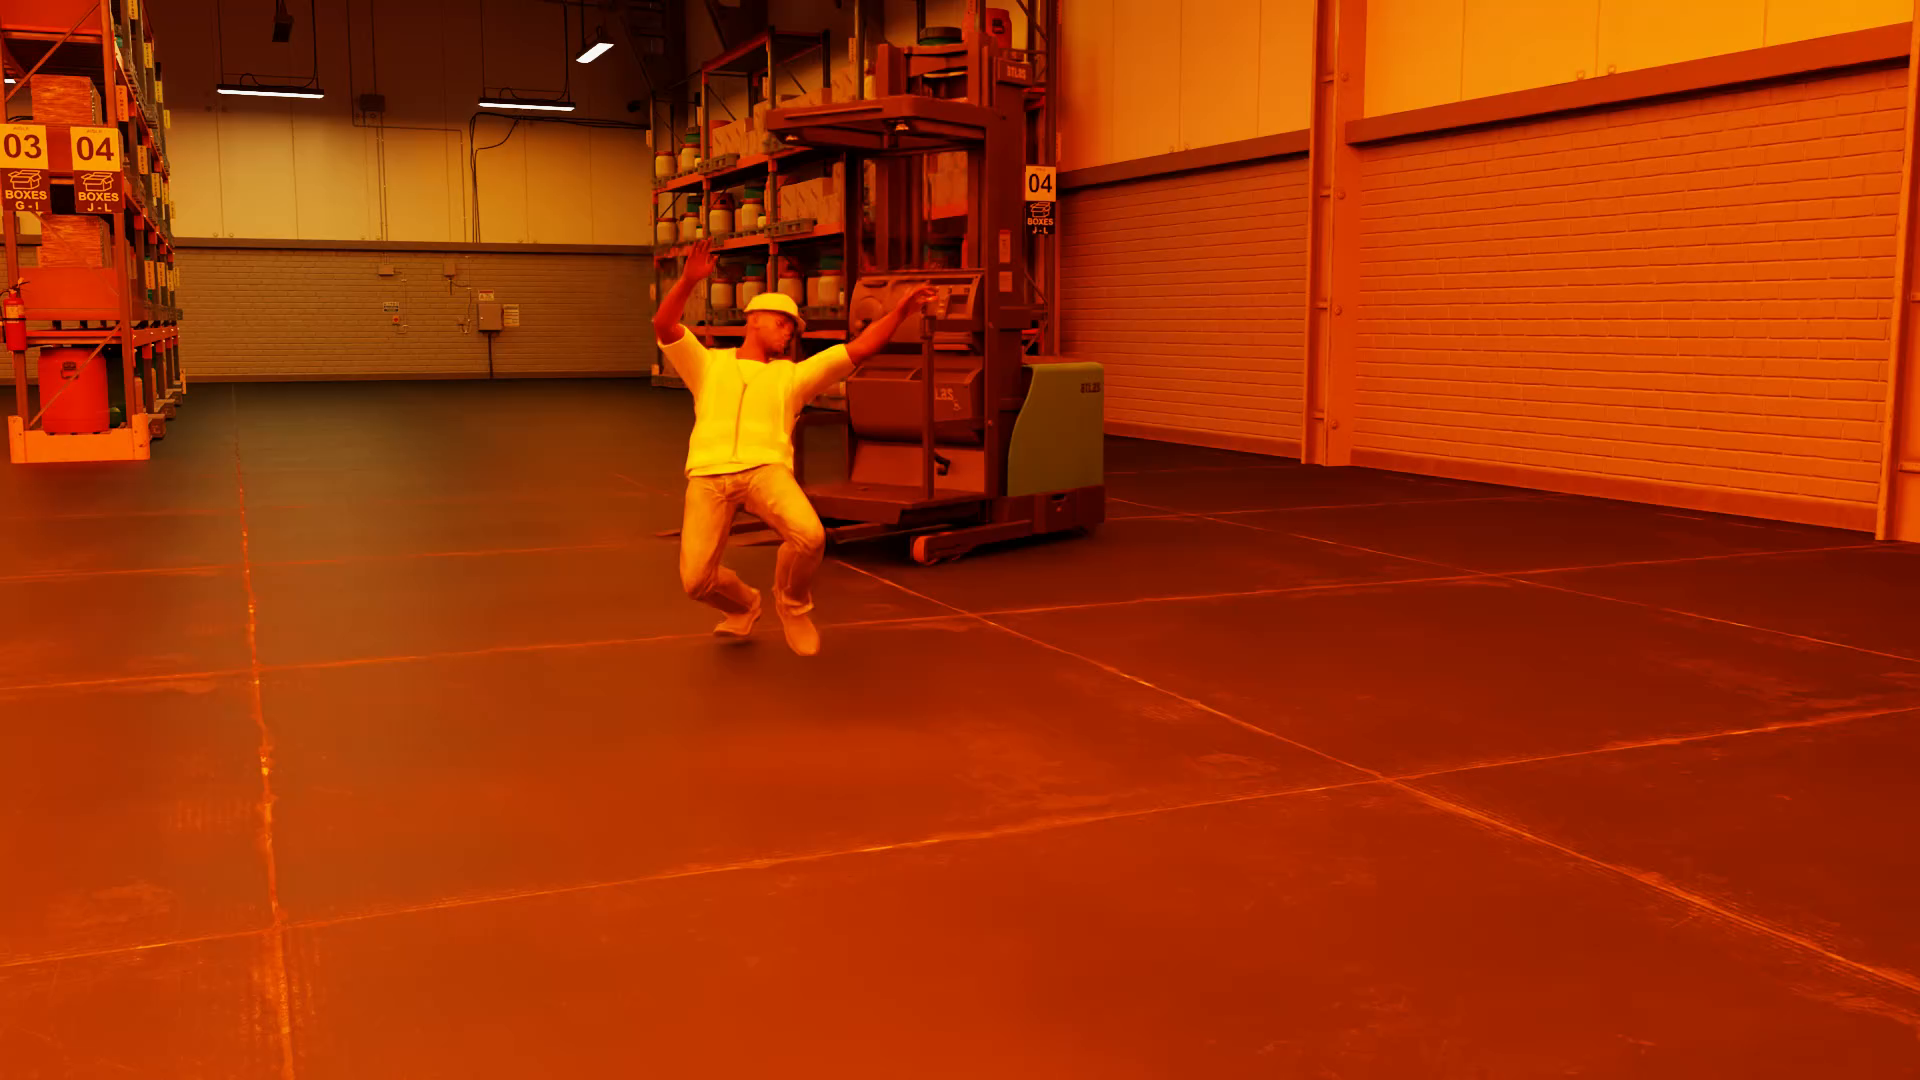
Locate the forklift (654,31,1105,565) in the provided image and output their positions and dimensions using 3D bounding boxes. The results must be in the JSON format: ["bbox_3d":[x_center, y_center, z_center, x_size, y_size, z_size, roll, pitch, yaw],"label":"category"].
[{"bbox_3d":[-0.395,-1.388,9.469,1.130,2.935,3.031,6,10,38],"label":"forklift"}]

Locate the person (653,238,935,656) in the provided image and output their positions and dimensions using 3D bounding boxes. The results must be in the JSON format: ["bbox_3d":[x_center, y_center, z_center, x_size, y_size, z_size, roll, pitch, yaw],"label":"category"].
[{"bbox_3d":[-0.660,-0.361,6.686,1.119,1.667,0.827,0,8,0],"label":"person"}]
